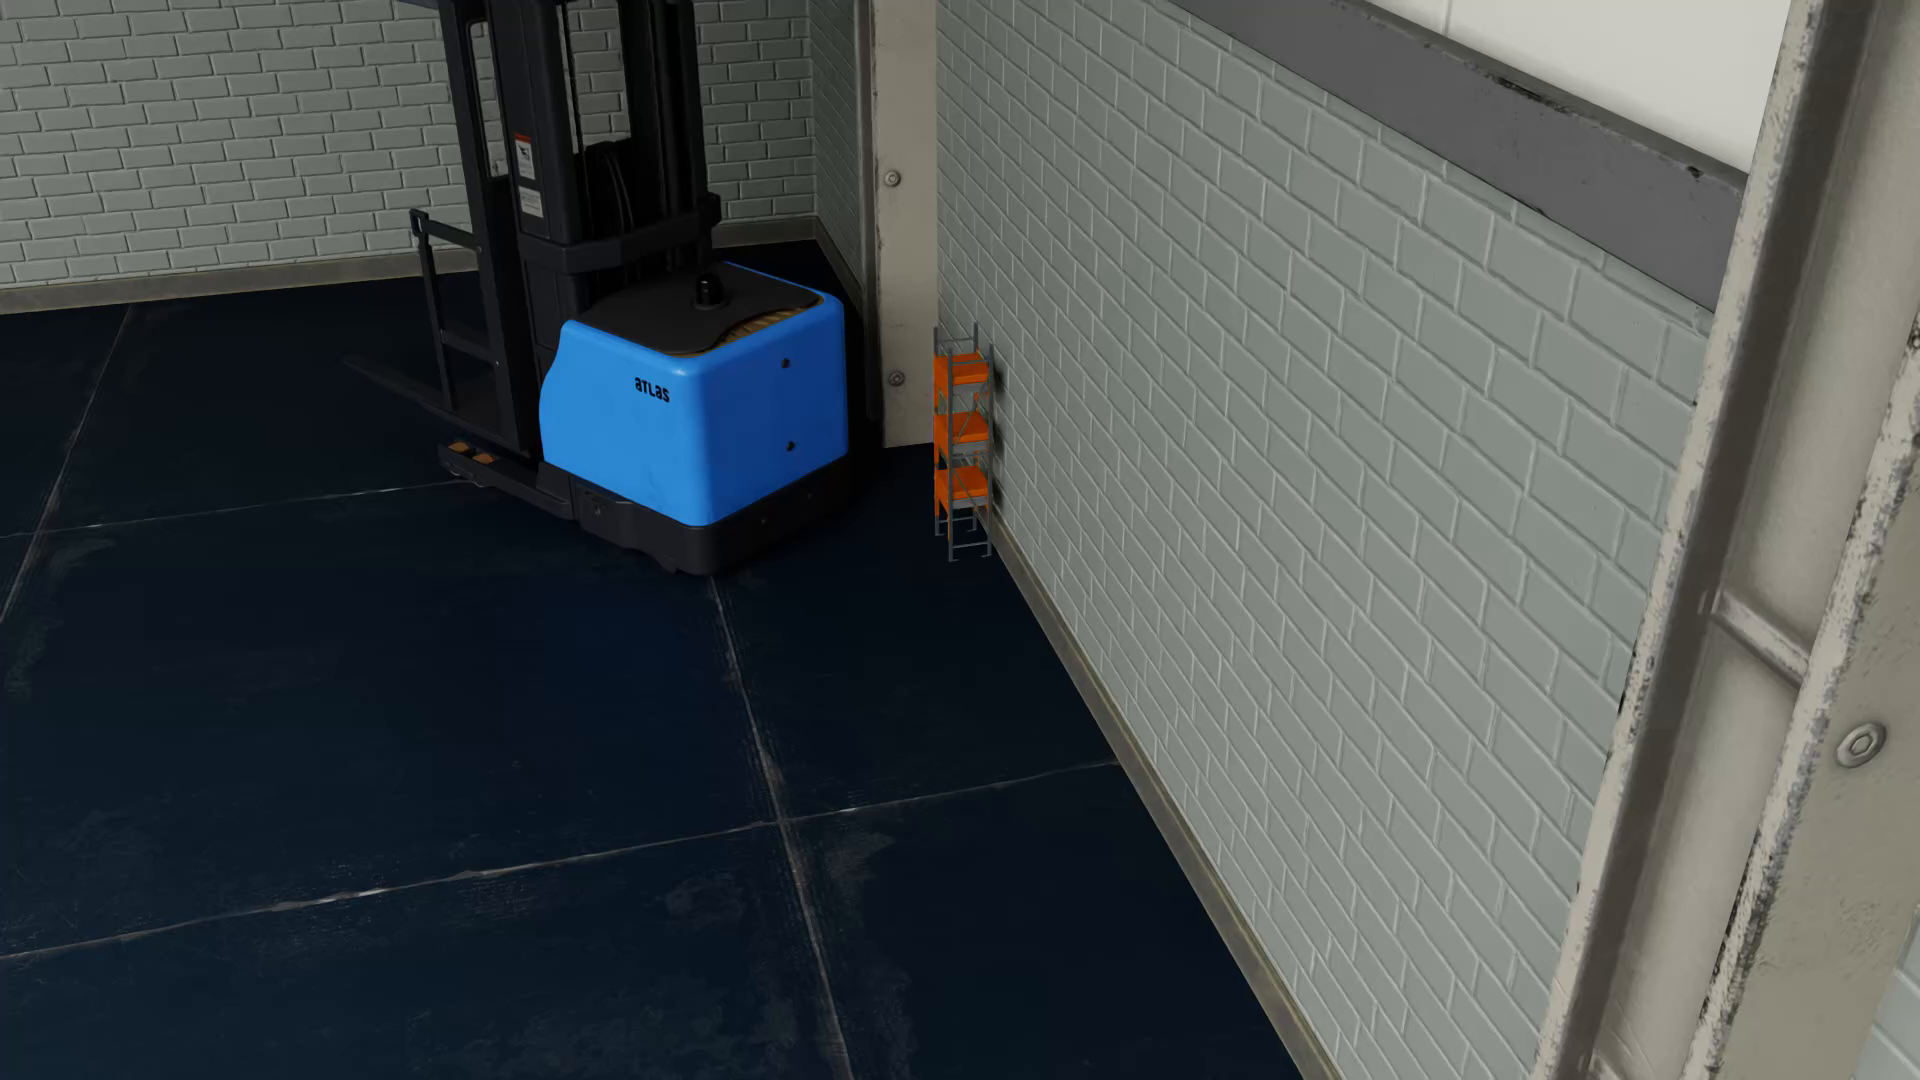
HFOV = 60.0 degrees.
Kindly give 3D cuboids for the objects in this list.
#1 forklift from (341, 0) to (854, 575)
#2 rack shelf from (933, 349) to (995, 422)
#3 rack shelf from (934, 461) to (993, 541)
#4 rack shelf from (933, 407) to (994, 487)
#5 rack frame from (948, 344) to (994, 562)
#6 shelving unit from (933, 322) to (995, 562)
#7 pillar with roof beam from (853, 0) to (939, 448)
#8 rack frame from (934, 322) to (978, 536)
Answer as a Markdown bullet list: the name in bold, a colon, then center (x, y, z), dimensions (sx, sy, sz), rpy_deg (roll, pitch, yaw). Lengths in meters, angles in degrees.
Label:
- **forklift**: center (-1.970, -1.711, 7.780), dimensions (3.031, 2.935, 1.130), rpy_deg (22, 37, 33)
- **rack shelf**: center (0.014, -0.665, 7.306), dimensions (0.215, 0.259, 0.240), rpy_deg (-8, 31, -13)
- **rack shelf**: center (0.014, -0.179, 7.587), dimensions (0.215, 0.259, 0.240), rpy_deg (-8, 31, -13)
- **rack shelf**: center (0.014, -0.419, 7.448), dimensions (0.215, 0.259, 0.240), rpy_deg (-8, 31, -13)
- **rack frame**: center (0.047, -0.370, 7.341), dimensions (0.200, 1.050, 0.008), rpy_deg (-8, 31, -13)
- **shelving unit**: center (0.014, -0.429, 7.442), dimensions (0.215, 1.050, 0.252), rpy_deg (-8, 31, -13)
- **pillar with roof beam**: center (-4.453, -3.912, 5.526), dimensions (9.100, 9.000, 0.400), rpy_deg (-8, 31, -13)
- **rack frame**: center (-0.018, -0.487, 7.544), dimensions (0.200, 1.050, 0.008), rpy_deg (-8, 31, -13)
